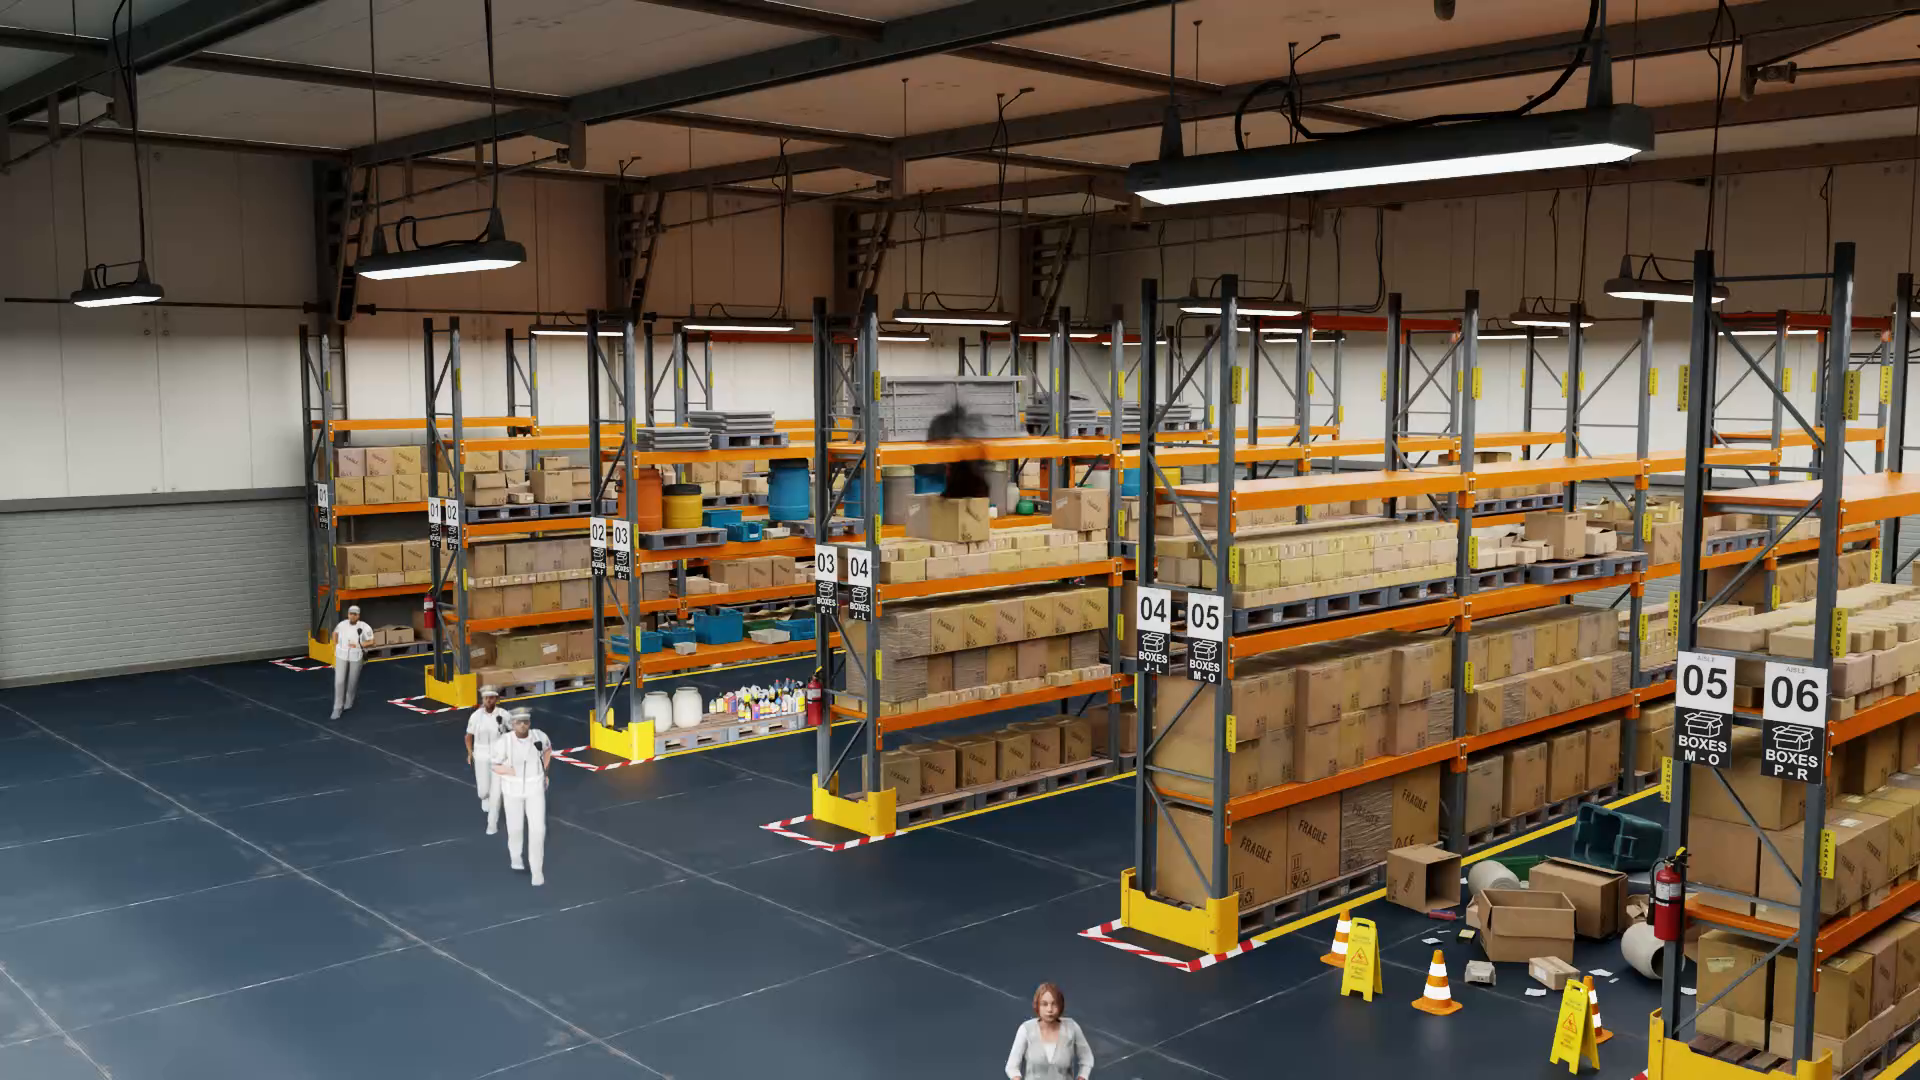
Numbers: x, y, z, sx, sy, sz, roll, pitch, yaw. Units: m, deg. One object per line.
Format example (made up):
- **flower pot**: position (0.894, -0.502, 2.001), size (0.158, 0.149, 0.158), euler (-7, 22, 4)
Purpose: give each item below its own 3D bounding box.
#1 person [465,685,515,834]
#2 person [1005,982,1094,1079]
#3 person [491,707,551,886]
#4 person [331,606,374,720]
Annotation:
- **person**: position (-5.307, 2.458, 18.862), size (0.583, 1.653, 0.593), euler (-1, 6, -11)
- **person**: position (0.532, 3.398, 9.868), size (0.530, 1.553, 0.552), euler (0, 6, 2)
- **person**: position (-4.462, 2.595, 16.964), size (0.609, 1.843, 0.849), euler (-2, 6, -16)
- **person**: position (-9.180, 1.825, 25.180), size (0.625, 1.689, 0.828), euler (-1, 6, -12)
